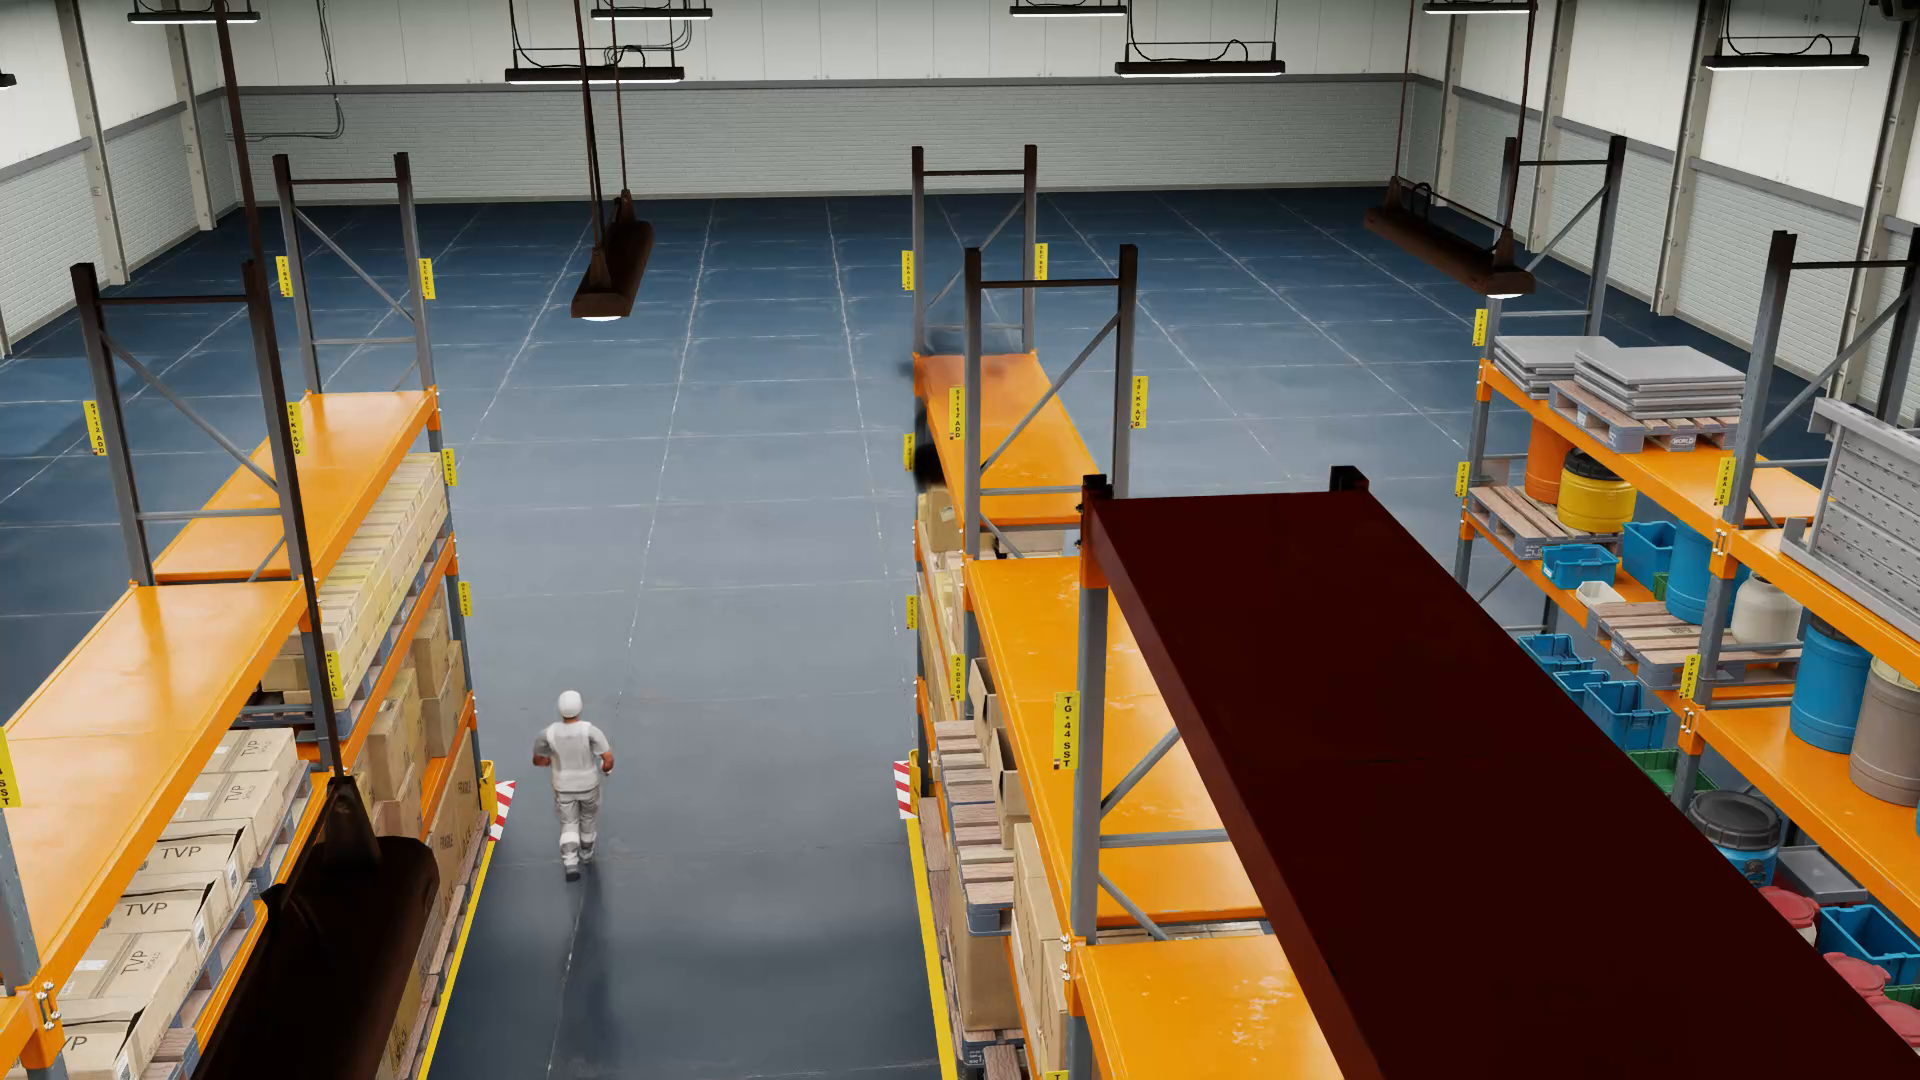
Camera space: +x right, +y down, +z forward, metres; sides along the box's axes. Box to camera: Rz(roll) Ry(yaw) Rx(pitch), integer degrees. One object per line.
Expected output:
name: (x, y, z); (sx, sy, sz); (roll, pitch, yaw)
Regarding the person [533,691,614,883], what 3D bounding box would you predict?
person: (-3.220, 2.067, 13.989); (0.676, 1.766, 0.935); (-3, 22, -7)
